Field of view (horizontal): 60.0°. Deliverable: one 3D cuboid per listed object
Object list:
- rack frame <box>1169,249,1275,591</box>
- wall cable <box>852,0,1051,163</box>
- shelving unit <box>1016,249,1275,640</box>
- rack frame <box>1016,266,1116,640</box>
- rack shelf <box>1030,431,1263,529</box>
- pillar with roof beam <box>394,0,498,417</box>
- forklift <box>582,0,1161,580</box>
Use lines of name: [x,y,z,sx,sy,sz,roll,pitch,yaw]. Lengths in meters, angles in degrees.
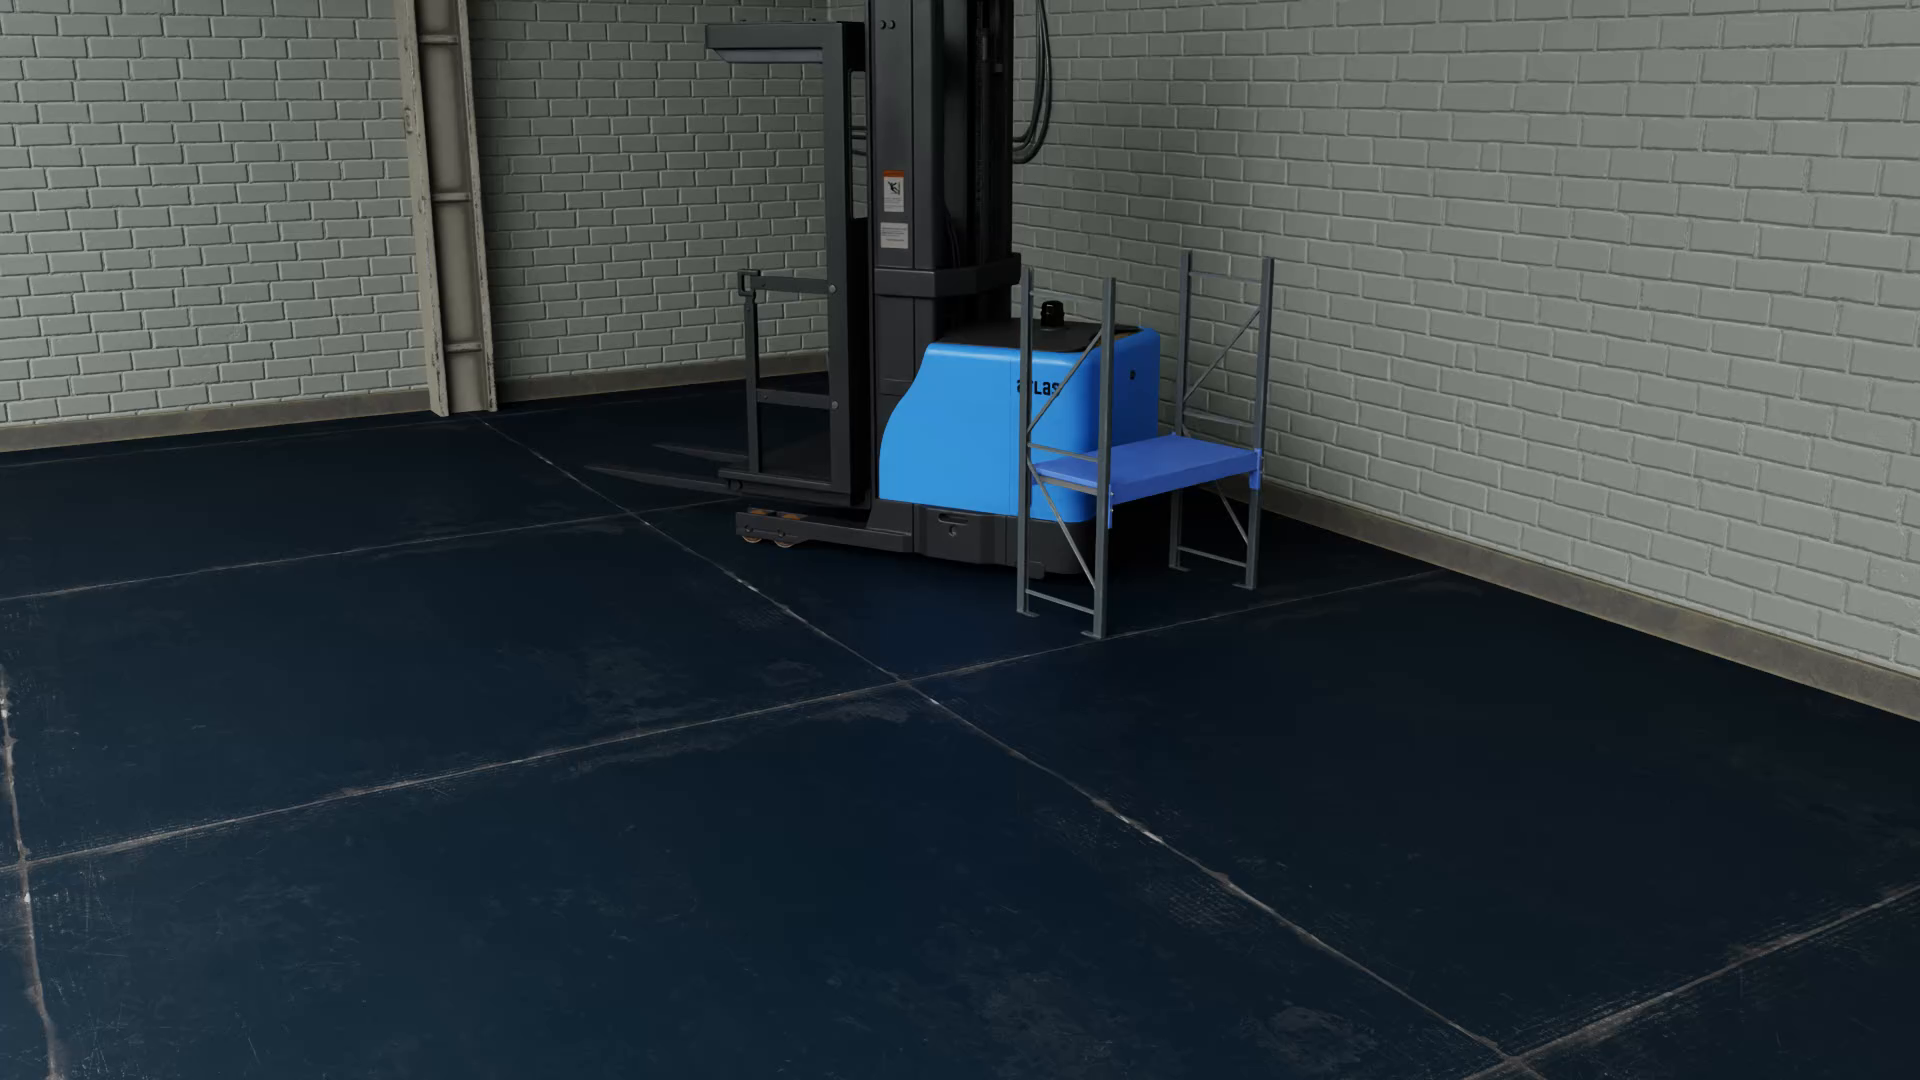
rack frame: [1.179,-0.544,7.568,0.032,1.500,0.500,-14,21,-41]
wall cable: [-0.272,-3.853,11.236,0.112,2.526,3.097,-9,18,-30]
shelving unit: [0.805,-0.452,7.237,1.048,1.500,0.538,-14,21,-41]
rack frame: [0.431,-0.359,6.906,0.032,1.500,0.500,-14,21,-41]
rack shelf: [0.804,-0.279,7.286,1.000,0.185,0.538,-14,21,-41]
pillar with roof beam: [-1.261,-4.249,6.894,0.400,9.000,9.100,-9,18,-30]
forklift: [-0.553,-1.489,8.291,3.031,2.935,1.130,8,18,26]
